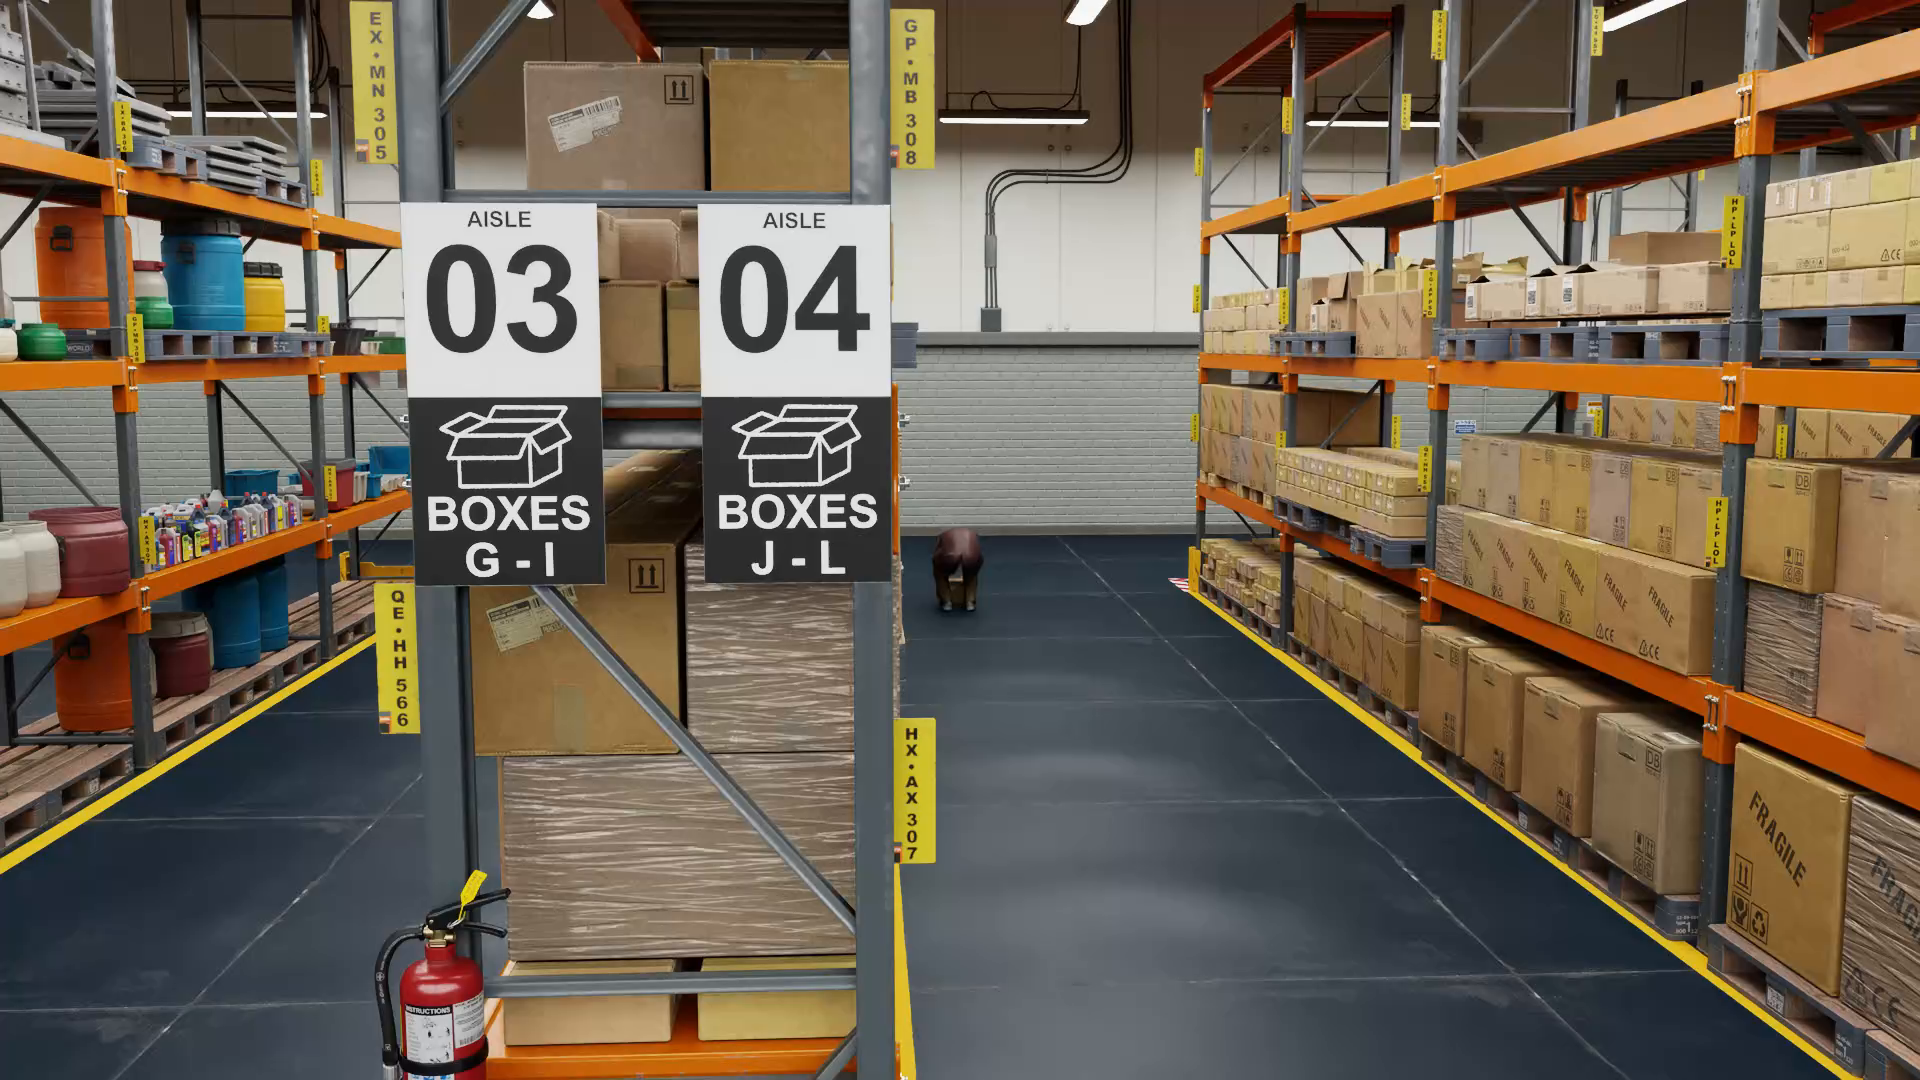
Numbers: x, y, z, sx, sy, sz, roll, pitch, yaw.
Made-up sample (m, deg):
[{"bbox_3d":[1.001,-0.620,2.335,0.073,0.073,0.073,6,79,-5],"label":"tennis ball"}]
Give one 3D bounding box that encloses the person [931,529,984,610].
[{"bbox_3d":[-0.037,0.310,18.507,0.594,0.910,0.961,-1,7,-6],"label":"person"}]
